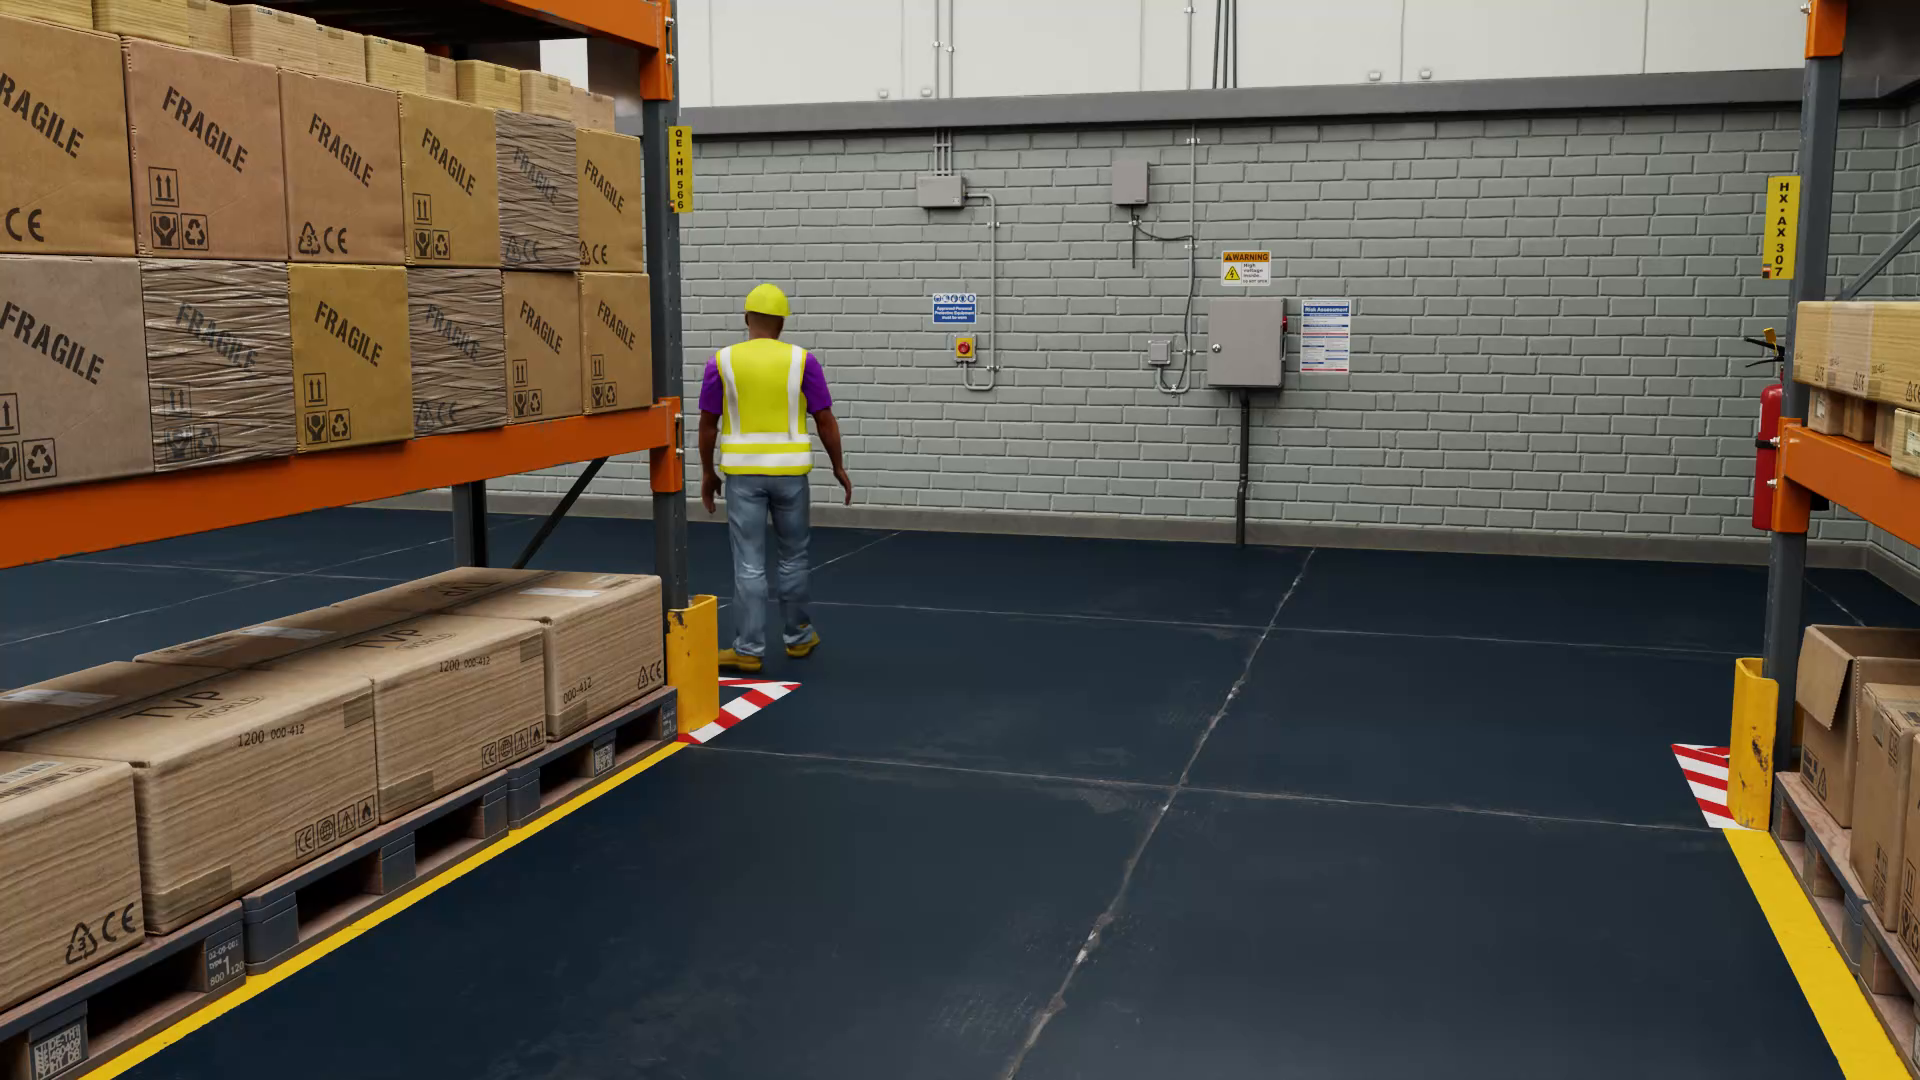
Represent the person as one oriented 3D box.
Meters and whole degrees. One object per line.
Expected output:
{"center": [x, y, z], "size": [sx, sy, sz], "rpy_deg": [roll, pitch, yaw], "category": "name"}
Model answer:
{"center": [-0.843, -0.294, 7.797], "size": [0.626, 1.766, 0.626], "rpy_deg": [1, 8, 4], "category": "person"}
